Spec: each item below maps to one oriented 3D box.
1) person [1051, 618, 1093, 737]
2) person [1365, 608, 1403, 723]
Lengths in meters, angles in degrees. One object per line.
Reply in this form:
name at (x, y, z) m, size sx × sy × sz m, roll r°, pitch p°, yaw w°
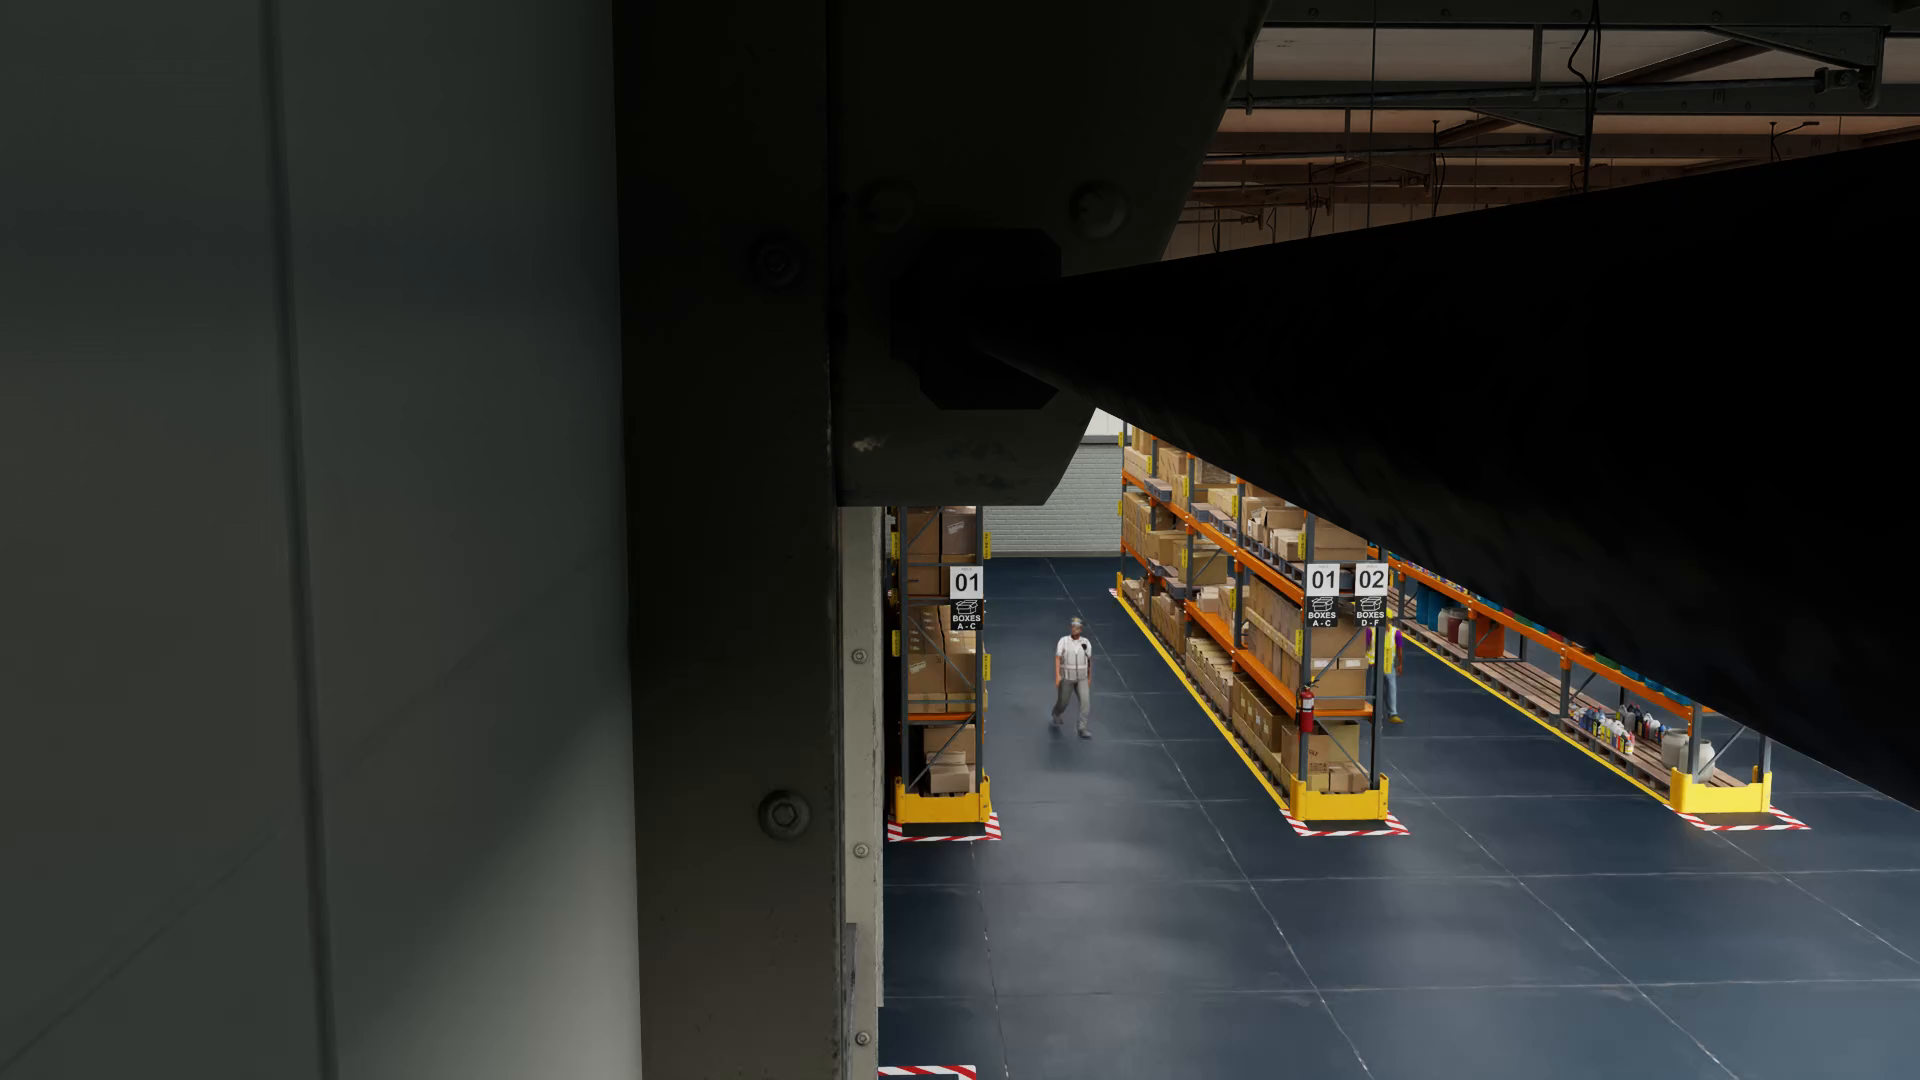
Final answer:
person at (1.668, 2.007, 24.710) m, size 0.648 × 1.720 × 0.961 m, roll -2°, pitch 8°, yaw -17°
person at (6.462, 1.908, 25.449) m, size 0.703 × 1.726 × 0.997 m, roll -1°, pitch 8°, yaw -9°
